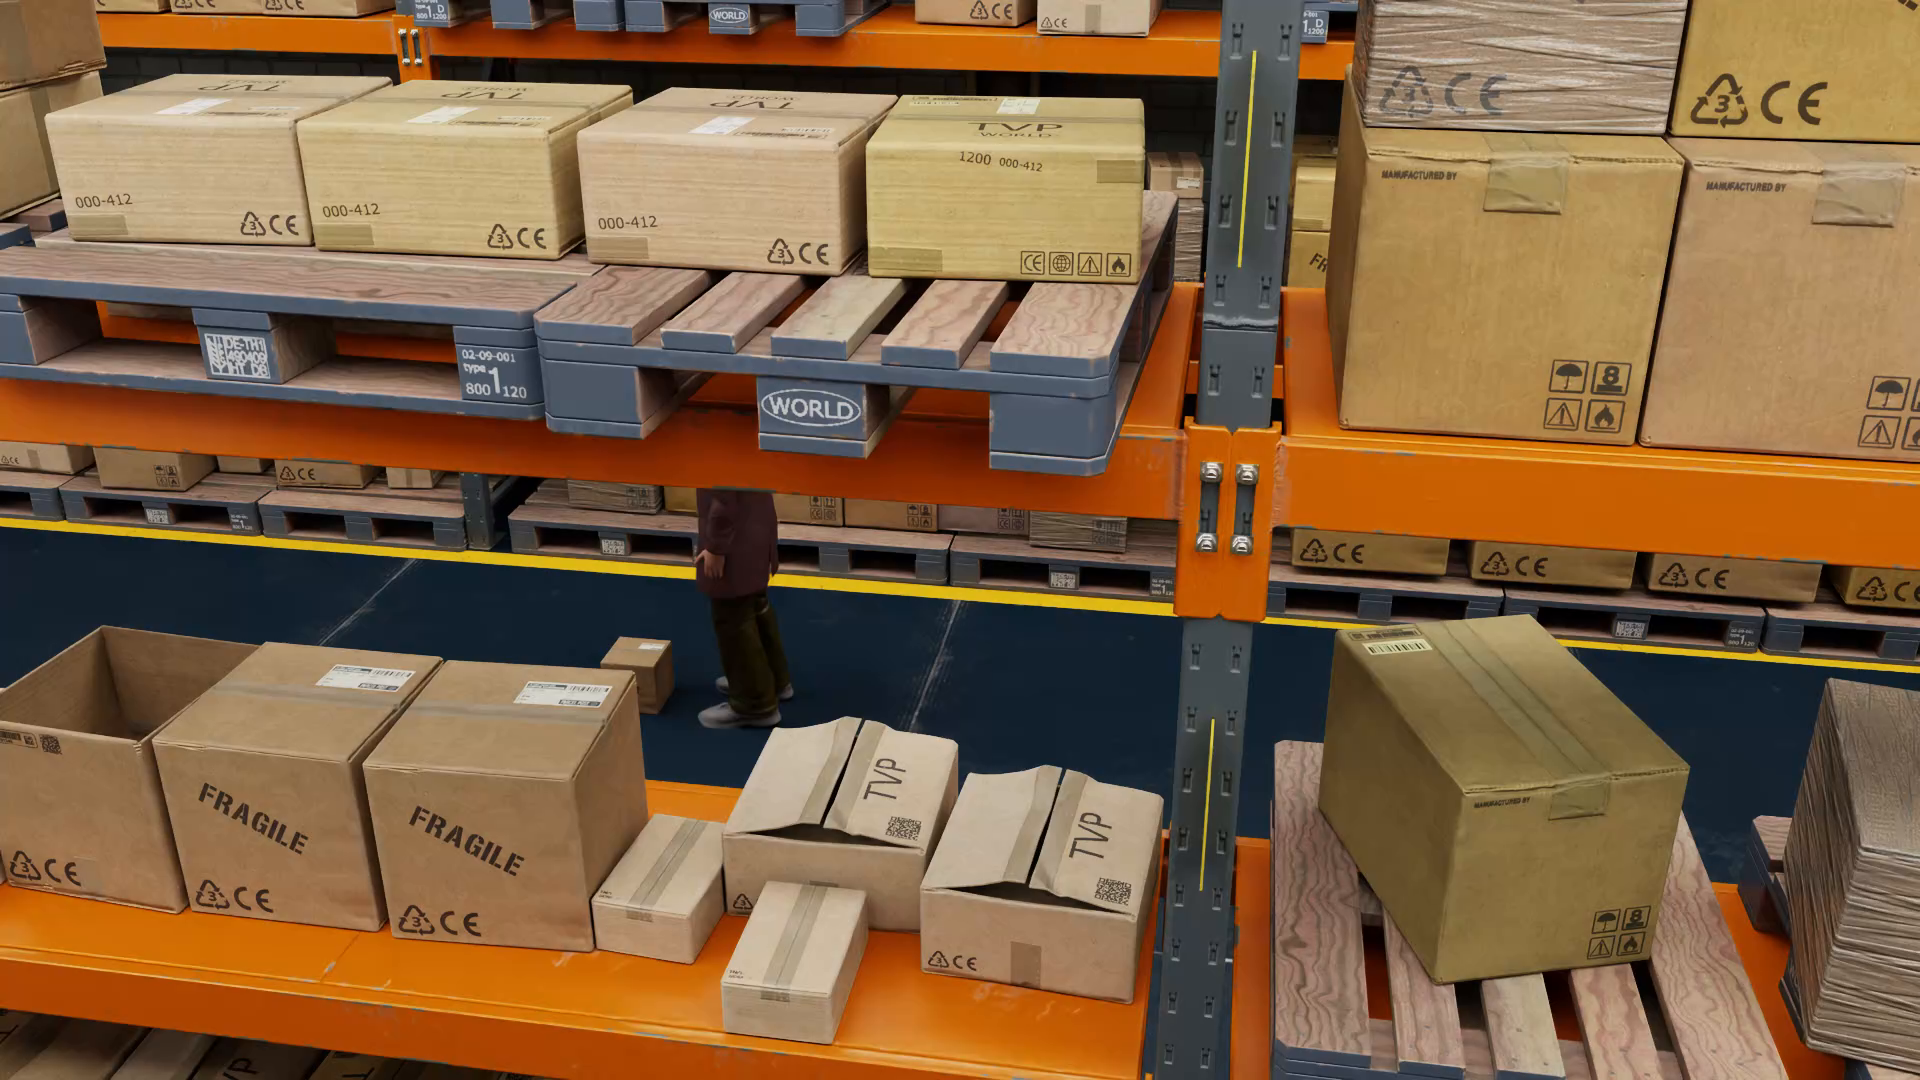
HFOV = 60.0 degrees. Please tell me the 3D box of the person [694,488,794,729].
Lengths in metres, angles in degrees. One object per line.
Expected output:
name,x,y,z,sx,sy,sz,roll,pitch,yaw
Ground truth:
person,-0.974,-0.029,7.198,0.387,1.784,0.563,5,25,10
